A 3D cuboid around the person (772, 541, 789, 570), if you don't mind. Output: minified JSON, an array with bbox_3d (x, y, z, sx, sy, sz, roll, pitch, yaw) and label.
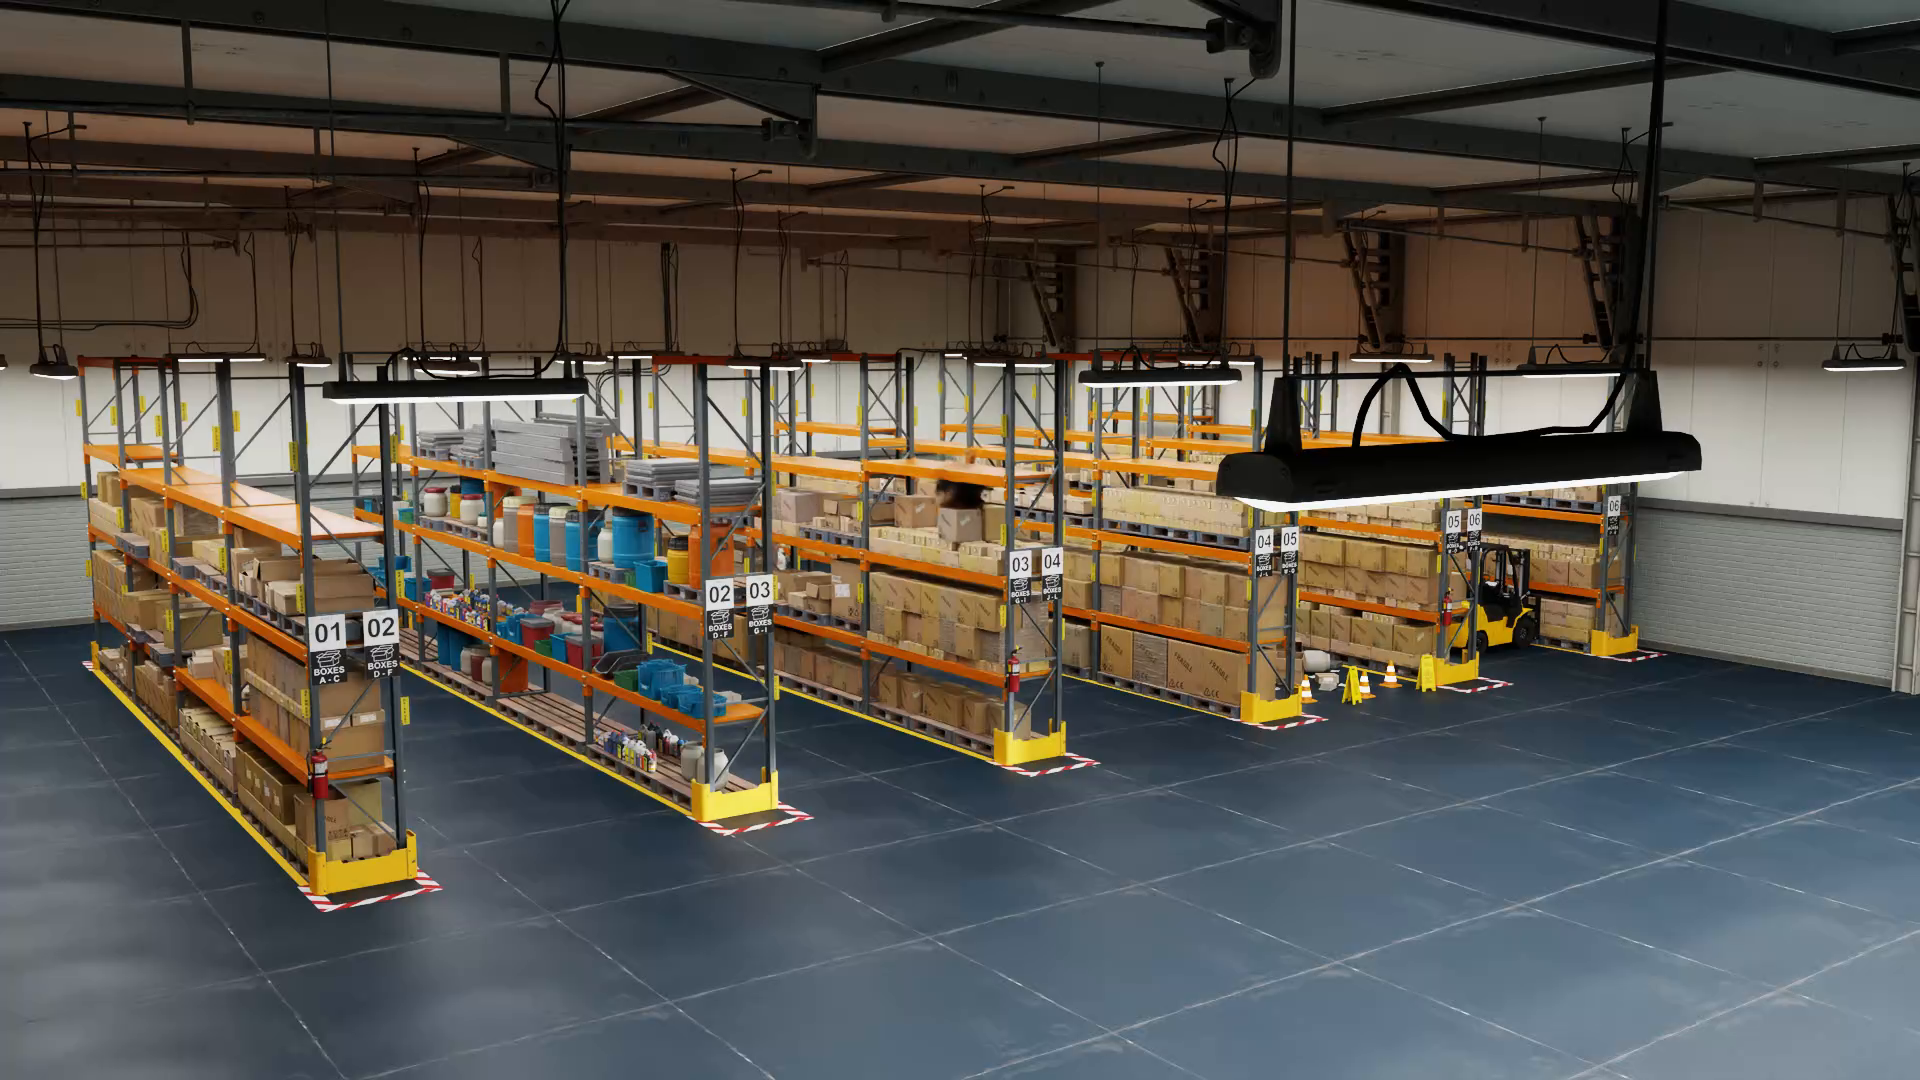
[{"bbox_3d":[-4.186,0.841,38.030,0.642,1.839,0.745,-5,8,-34],"label":"person"}]
